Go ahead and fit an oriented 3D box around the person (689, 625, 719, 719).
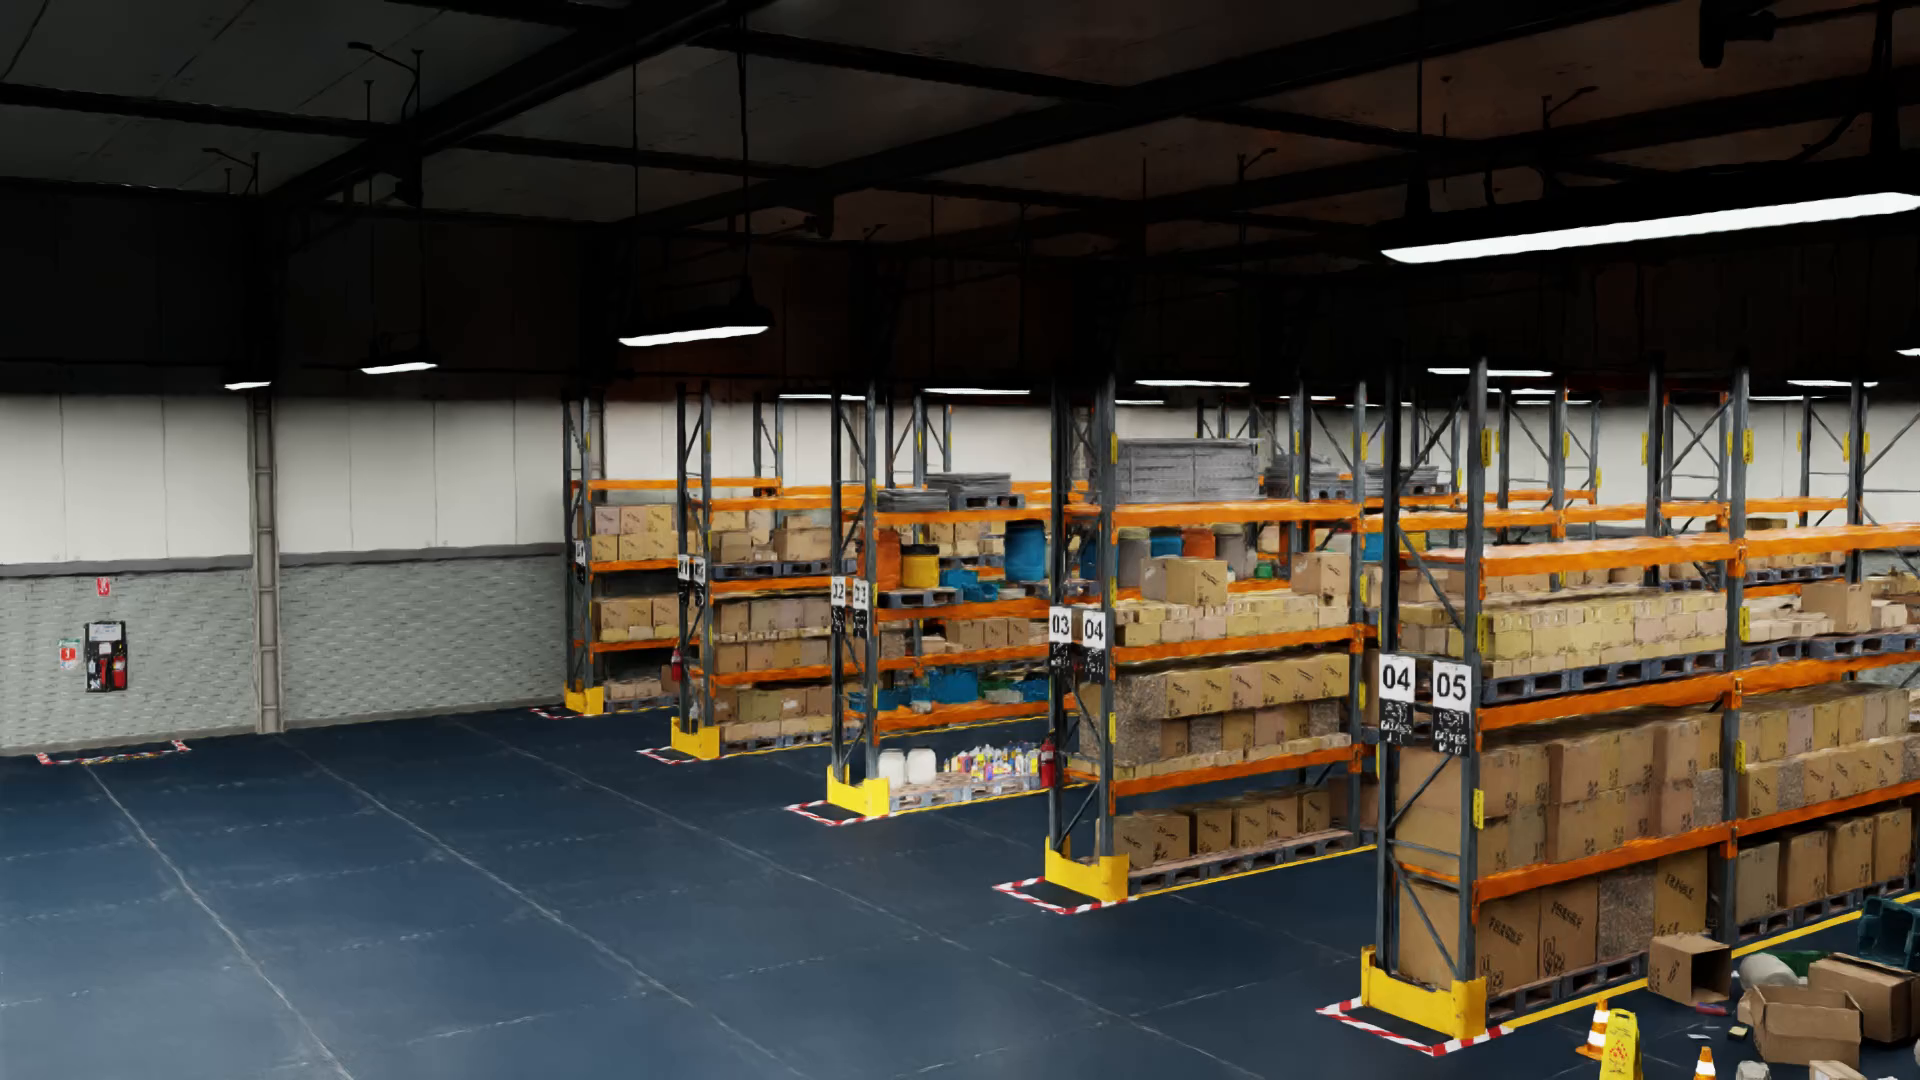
[{"bbox_3d":[-4.581,2.406,30.199,1.175,1.592,0.599,-2,4,-32],"label":"person"}]
